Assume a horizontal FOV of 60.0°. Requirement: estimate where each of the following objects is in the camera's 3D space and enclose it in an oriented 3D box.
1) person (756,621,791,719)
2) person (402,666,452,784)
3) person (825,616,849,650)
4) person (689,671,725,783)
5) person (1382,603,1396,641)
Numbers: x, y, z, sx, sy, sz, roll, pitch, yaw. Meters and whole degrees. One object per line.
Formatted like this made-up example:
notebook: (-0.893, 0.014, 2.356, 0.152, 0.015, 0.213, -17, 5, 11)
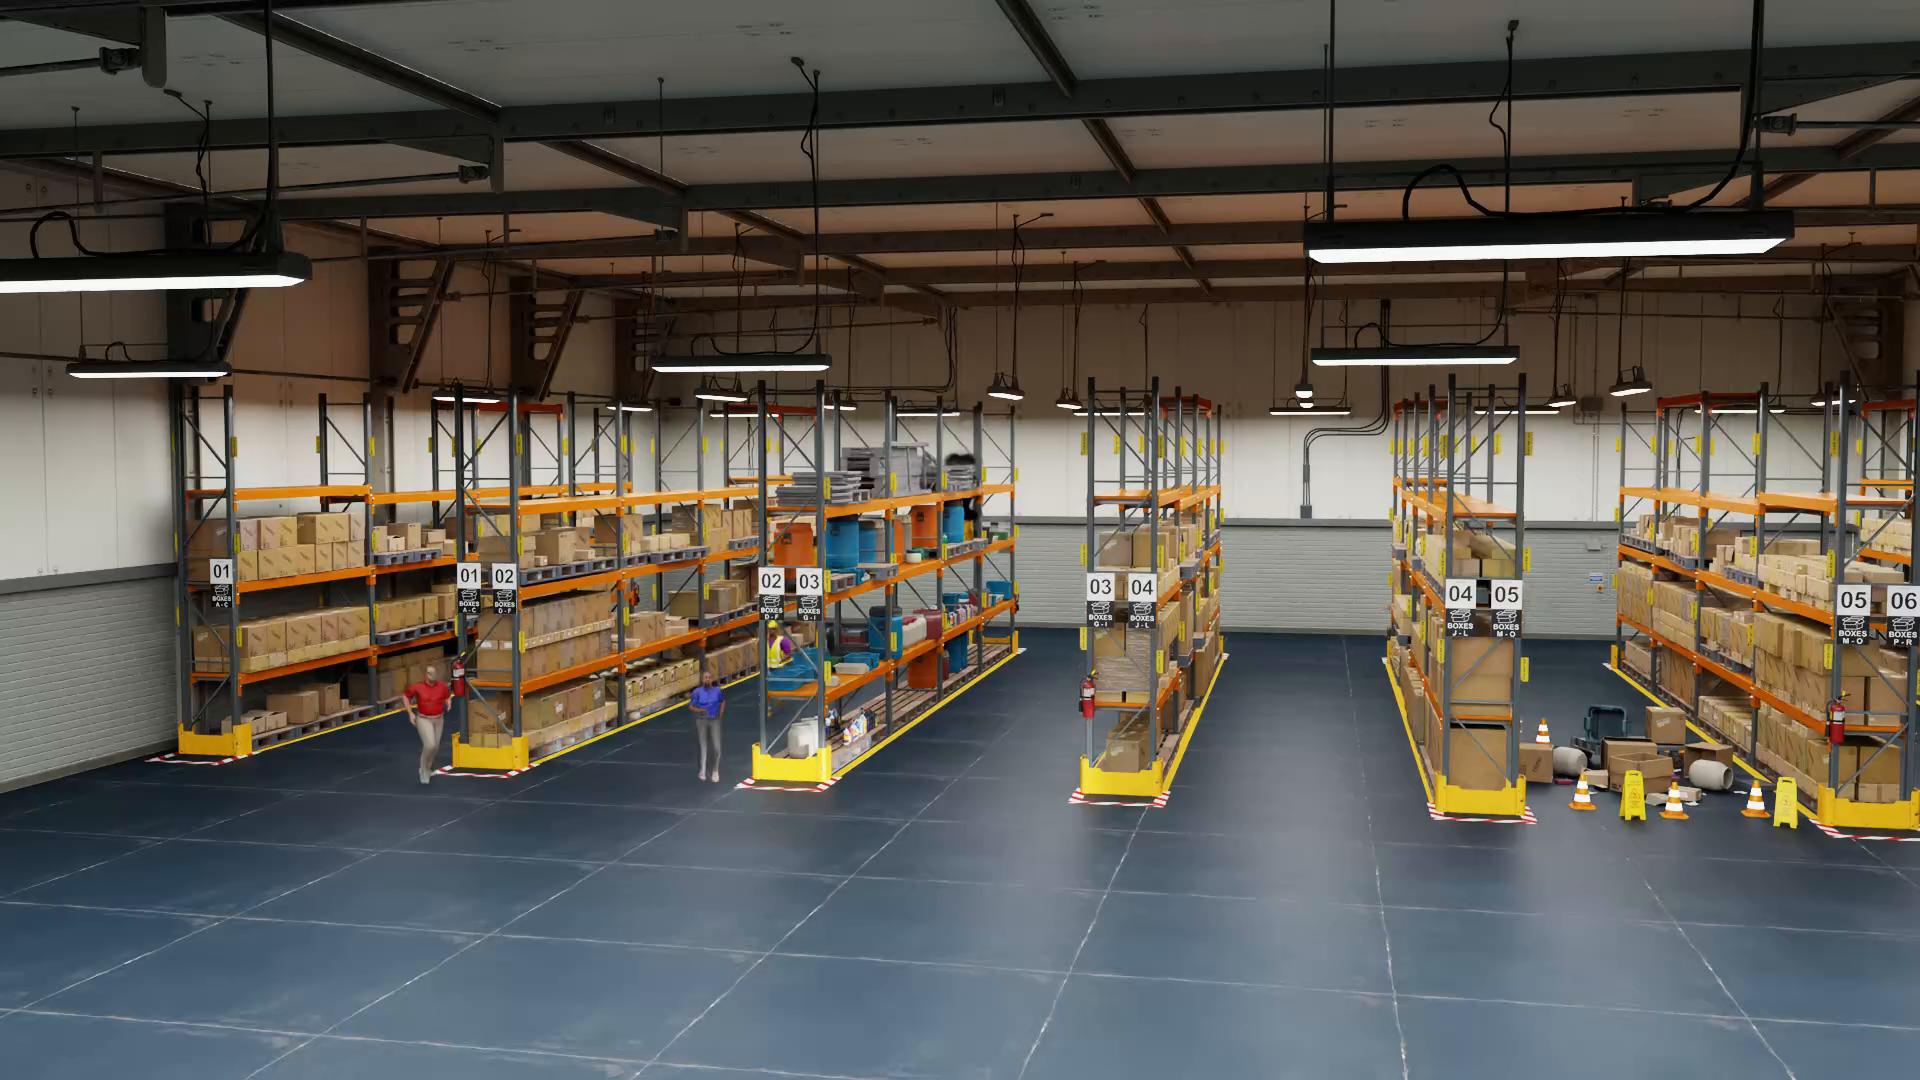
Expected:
person: (-3.490, 2.395, 30.992, 0.699, 1.769, 0.927, 0, 3, 5)
person: (-7.912, 2.767, 24.911, 0.734, 1.768, 0.649, 3, 4, 44)
person: (-2.422, 2.321, 33.066, 0.676, 1.686, 0.580, 0, 3, 8)
person: (-3.752, 2.804, 24.820, 0.574, 1.705, 0.627, -1, 3, -17)
person: (10.450, 1.927, 39.428, 0.860, 1.811, 0.732, 0, 3, 6)
